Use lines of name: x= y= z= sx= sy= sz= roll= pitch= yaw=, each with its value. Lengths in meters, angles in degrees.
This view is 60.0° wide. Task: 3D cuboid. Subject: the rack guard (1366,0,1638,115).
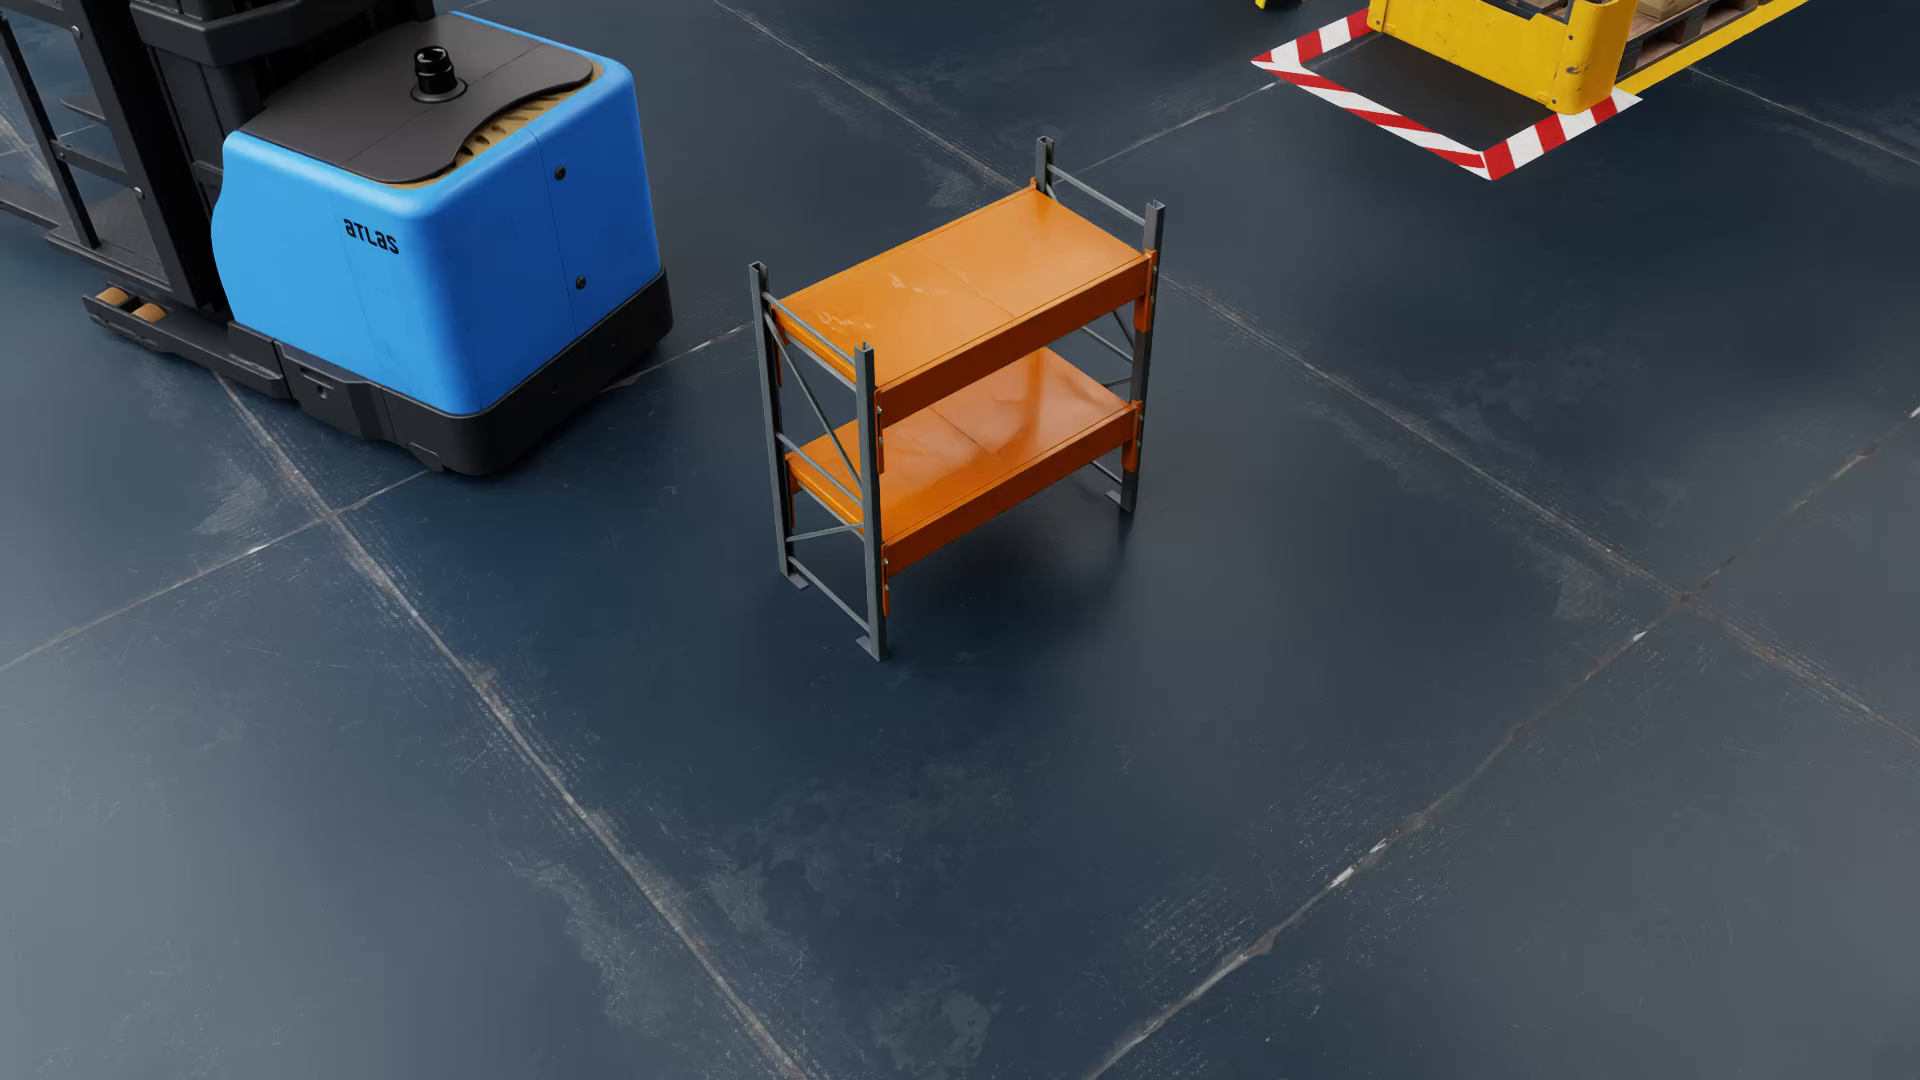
rack guard: x=2.397 y=-2.389 z=7.429 sx=0.348 sy=0.500 sz=1.175 roll=-30 pitch=51 yaw=-28

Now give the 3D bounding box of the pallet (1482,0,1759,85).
pallet: x=3.043 y=-2.622 z=7.888 sx=1.213 sy=0.211 sz=1.003 roll=-30 pitch=51 yaw=-28

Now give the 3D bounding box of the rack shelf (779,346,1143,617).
rack shelf: x=0.005 y=-0.235 z=5.035 sx=1.000 sy=0.278 sz=0.538 roll=-30 pitch=51 yaw=-28

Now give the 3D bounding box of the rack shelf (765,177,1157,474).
rack shelf: x=0.005 y=-0.626 z=4.668 sx=1.000 sy=0.278 sz=0.538 roll=-30 pitch=51 yaw=-28

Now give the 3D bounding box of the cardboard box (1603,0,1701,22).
cardboard box: x=3.135 y=-2.627 z=7.558 sx=0.500 sy=0.250 sz=0.500 roll=-30 pitch=51 yaw=-28

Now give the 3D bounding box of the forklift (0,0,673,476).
forklift: x=-2.559 y=-2.035 z=5.276 sx=3.031 sy=2.935 sz=1.130 roll=22 pitch=48 yaw=22

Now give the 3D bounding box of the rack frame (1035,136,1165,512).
rack frame: x=0.395 y=-0.636 z=5.106 sx=0.032 sy=1.125 sz=0.500 roll=-30 pitch=51 yaw=-28

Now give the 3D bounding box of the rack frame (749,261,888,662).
rack frame: x=-0.385 y=-0.190 z=4.630 sx=0.032 sy=1.125 sz=0.500 roll=-30 pitch=51 yaw=-28

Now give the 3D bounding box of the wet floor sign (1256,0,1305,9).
wet floor sign: x=1.507 y=-2.887 z=7.853 sx=0.232 sy=0.644 sz=0.267 roll=-14 pitch=45 yaw=-14

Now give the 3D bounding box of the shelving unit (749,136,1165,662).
shelving unit: x=0.005 y=-0.413 z=4.868 sx=1.048 sy=1.125 sz=0.538 roll=-30 pitch=51 yaw=-28

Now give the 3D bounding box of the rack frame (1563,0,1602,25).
rack frame: x=2.339 y=-3.267 z=6.537 sx=0.127 sy=3.000 sz=1.000 roll=-30 pitch=51 yaw=-28

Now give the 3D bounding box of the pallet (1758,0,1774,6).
pallet: x=3.978 y=-3.155 z=8.455 sx=1.213 sy=0.211 sz=1.003 roll=-30 pitch=51 yaw=-28
